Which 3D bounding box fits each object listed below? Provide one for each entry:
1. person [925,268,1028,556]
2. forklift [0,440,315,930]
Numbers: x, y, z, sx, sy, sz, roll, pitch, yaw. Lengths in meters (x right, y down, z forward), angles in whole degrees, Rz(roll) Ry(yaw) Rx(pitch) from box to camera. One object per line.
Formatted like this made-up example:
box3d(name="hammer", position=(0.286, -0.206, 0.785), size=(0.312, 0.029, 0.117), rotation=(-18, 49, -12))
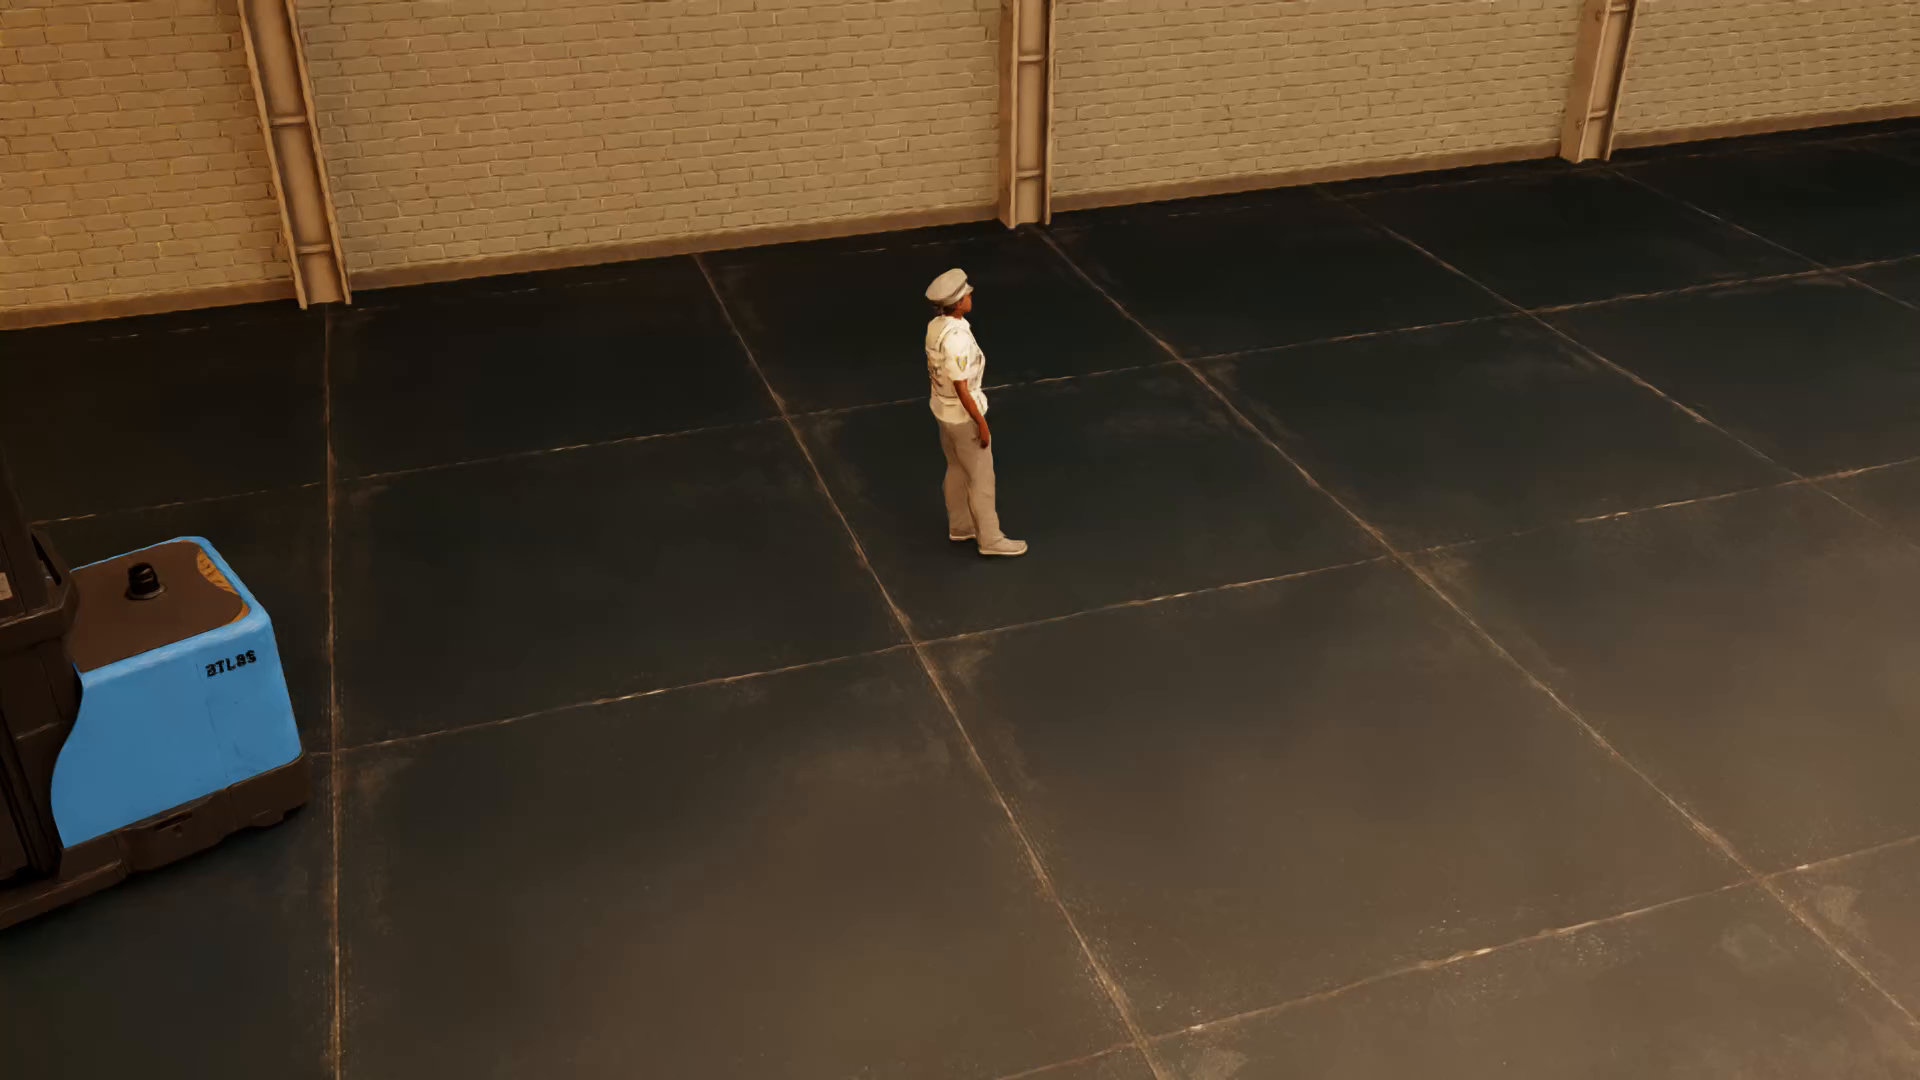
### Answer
box3d(name="person", position=(0.077, -0.743, 9.605), size=(0.529, 1.693, 0.570), rotation=(-10, 31, -16))
box3d(name="forklift", position=(-4.500, 0.262, 6.632), size=(3.031, 2.935, 1.130), rotation=(-22, 36, -33))
